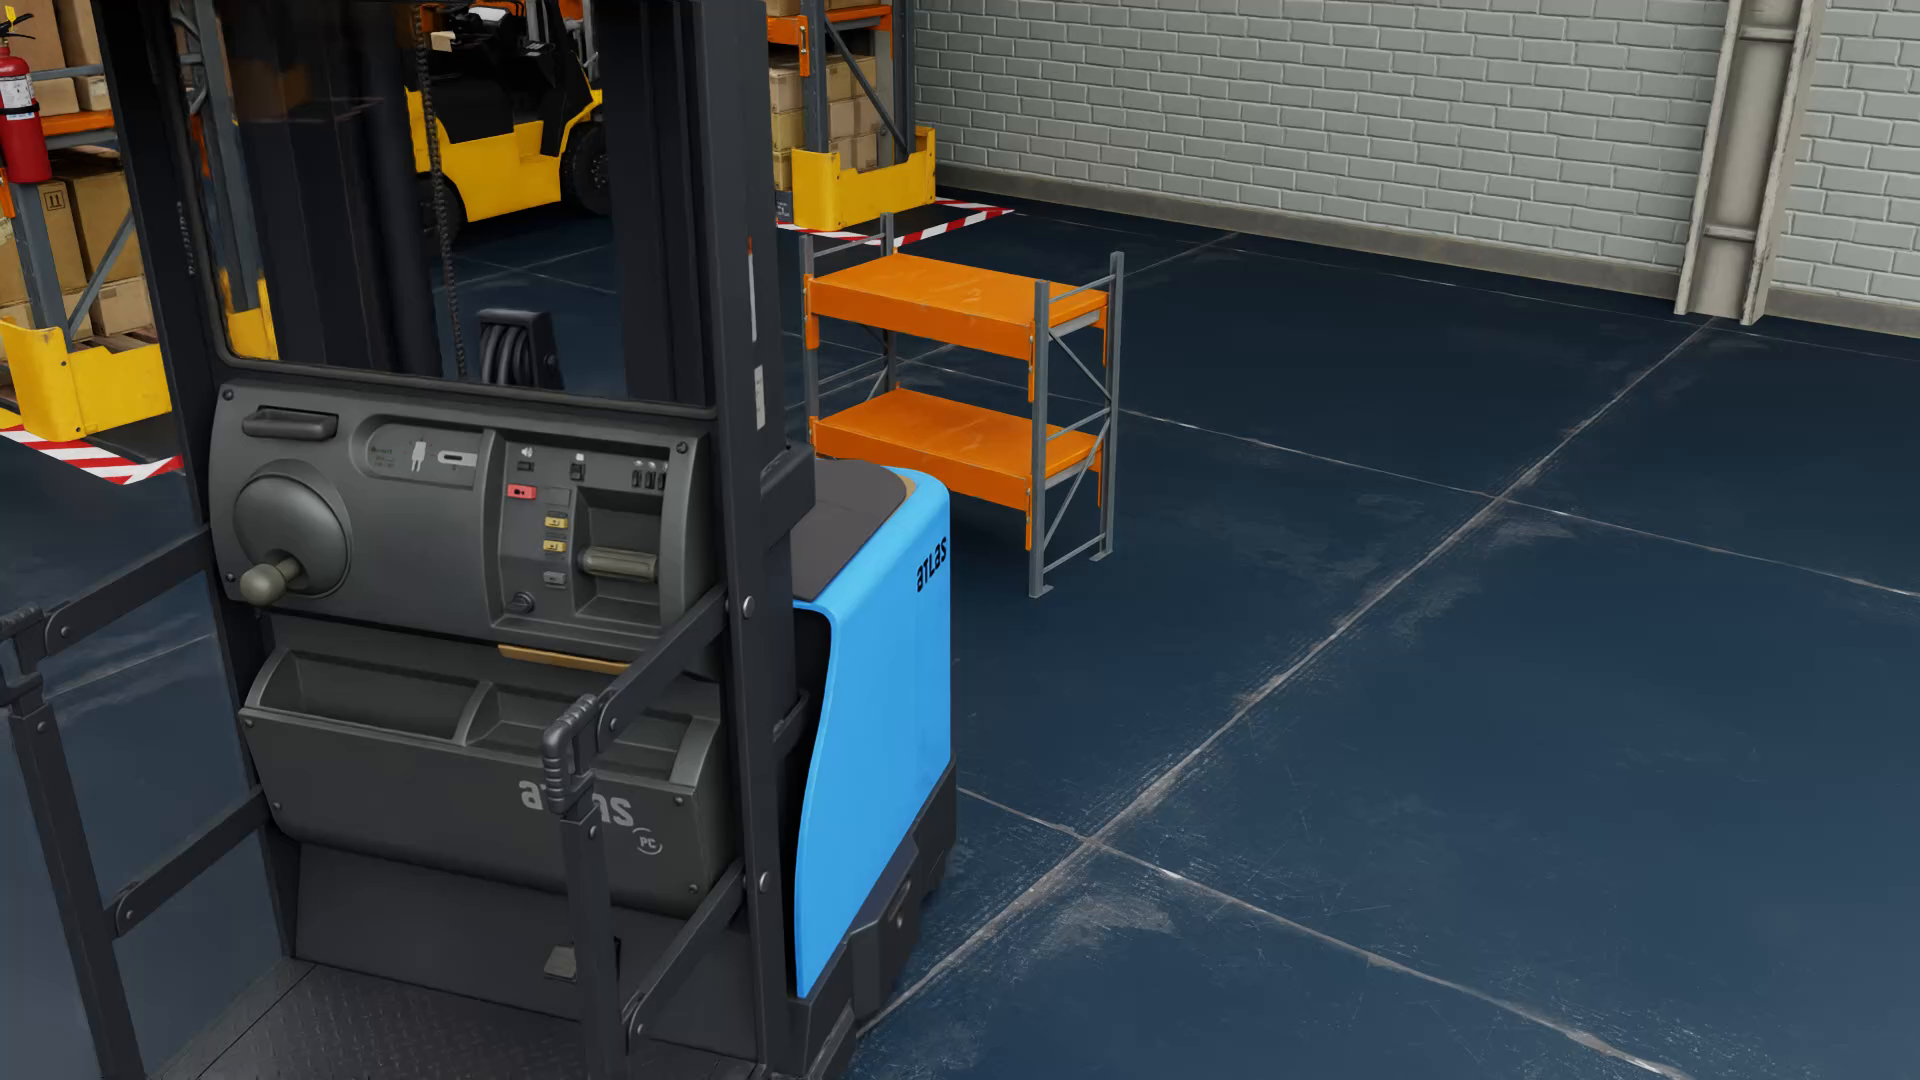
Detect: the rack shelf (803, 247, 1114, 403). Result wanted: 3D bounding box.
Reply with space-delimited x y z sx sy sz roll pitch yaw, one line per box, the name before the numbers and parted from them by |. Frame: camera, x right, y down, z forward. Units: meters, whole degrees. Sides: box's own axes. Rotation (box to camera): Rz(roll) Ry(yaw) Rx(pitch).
rack shelf | -0.005 -0.784 5.909 1.000 0.278 0.538 17 29 33

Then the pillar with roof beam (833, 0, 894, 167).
pillar with roof beam | -3.251 -5.415 7.380 0.400 9.000 9.100 17 29 33

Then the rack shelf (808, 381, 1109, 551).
rack shelf | -0.005 -0.293 6.125 1.000 0.278 0.538 17 29 33

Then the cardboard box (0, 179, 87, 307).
cardboard box | -4.424 -1.384 7.631 0.500 0.500 0.500 17 29 34

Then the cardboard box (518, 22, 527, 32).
cardboard box | -3.343 -3.902 13.035 0.500 0.250 0.500 17 29 34

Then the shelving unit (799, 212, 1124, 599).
shelving unit | -0.005 -0.516 6.027 1.048 1.125 0.538 17 29 33

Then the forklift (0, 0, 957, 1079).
forklift | -0.939 -0.014 2.648 1.130 2.935 3.031 7 25 16

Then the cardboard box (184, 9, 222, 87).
cardboard box | -6.563 -4.485 15.133 0.625 0.625 0.875 18 29 35

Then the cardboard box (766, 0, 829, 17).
cardboard box | -1.204 -3.680 10.758 0.500 0.500 0.500 16 28 32

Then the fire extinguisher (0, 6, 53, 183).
fire extinguisher | -3.811 -1.786 6.679 0.183 0.674 0.296 17 29 33

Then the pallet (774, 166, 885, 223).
pallet | -1.289 -2.495 11.652 1.213 0.211 1.003 17 29 33

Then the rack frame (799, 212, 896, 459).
rack frame | -0.412 -0.639 6.306 0.032 1.125 0.500 17 29 33

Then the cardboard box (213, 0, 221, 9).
cardboard box | -7.284 -5.106 15.894 0.250 0.149 0.380 19 30 36

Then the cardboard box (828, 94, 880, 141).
cardboard box | -0.904 -2.943 11.479 0.500 0.250 0.500 17 29 34

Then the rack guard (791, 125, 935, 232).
rack guard | -0.633 -2.450 11.191 0.348 0.500 1.175 17 29 33

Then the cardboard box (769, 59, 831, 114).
cardboard box | -1.208 -3.002 10.993 0.500 0.250 0.500 18 29 35

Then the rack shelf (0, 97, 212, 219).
rack shelf | -5.227 -2.152 8.306 4.000 0.370 1.077 17 29 33

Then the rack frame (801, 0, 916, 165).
rack frame | -0.652 -3.600 10.700 0.127 3.000 1.000 17 29 33

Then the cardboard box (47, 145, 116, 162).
cardboard box | -4.546 -1.690 8.324 0.500 0.500 0.500 16 28 31

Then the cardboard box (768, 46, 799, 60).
cardboard box | -1.325 -3.288 11.642 0.500 0.250 0.500 17 29 33

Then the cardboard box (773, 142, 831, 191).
cardboard box | -1.218 -2.546 11.197 0.500 0.250 0.500 17 29 34

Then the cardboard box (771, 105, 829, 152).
cardboard box | -1.229 -2.779 11.107 0.500 0.250 0.500 16 29 33

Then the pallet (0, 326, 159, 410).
pallet | -4.316 -0.948 8.139 1.213 0.211 1.003 17 29 33

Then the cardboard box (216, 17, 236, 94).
cardboard box | -6.035 -4.329 14.780 0.625 0.625 0.875 18 29 35

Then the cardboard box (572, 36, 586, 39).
cardboard box | -2.846 -3.497 12.116 0.500 0.250 0.500 18 29 35

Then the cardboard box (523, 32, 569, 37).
cardboard box | -3.251 -3.614 12.380 0.500 0.250 0.500 17 29 33

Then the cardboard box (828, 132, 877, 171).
cardboard box | -0.928 -2.716 11.583 0.500 0.250 0.500 17 29 34

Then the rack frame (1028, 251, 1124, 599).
rack frame | 0.401 -0.393 5.748 0.032 1.125 0.500 17 29 33

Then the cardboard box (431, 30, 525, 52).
cardboard box | -3.654 -3.740 12.668 0.500 0.250 0.500 16 29 33

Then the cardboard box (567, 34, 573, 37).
cardboard box | -2.929 -3.784 12.768 0.500 0.250 0.500 16 29 33

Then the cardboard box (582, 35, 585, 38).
cardboard box | -2.532 -3.658 12.481 0.500 0.250 0.500 17 29 34

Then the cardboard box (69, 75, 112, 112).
cardboard box | -3.774 -2.032 7.452 0.250 0.149 0.380 17 29 33

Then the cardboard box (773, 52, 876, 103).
cardboard box | -0.923 -3.169 11.371 0.500 0.250 0.500 16 29 33

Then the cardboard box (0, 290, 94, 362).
cardboard box | -4.454 -1.046 7.793 0.500 0.250 0.500 17 29 33

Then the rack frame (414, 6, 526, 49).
rack frame | -3.853 -4.567 12.896 0.127 3.000 1.000 17 29 33

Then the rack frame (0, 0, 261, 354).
rack frame | -3.626 -1.998 7.063 0.127 3.000 1.000 17 29 33

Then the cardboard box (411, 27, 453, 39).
cardboard box | -4.277 -3.795 13.568 0.625 0.625 0.875 18 30 36

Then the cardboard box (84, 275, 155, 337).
cardboard box | -4.106 -1.216 8.178 0.500 0.250 0.500 17 29 33

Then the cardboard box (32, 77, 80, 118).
cardboard box | -4.054 -1.904 7.163 0.250 0.149 0.380 18 29 35

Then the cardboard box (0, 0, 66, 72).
cardboard box | -4.226 -2.222 7.079 0.500 0.500 0.500 16 29 32

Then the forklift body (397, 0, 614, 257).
forklift body | -3.264 -3.081 10.576 1.214 2.155 2.313 17 29 33

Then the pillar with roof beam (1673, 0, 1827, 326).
pillar with roof beam | 1.550 -3.965 4.087 0.400 9.000 9.100 17 29 33

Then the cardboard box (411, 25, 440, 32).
cardboard box | -4.894 -3.985 13.999 0.625 0.625 0.875 16 29 33

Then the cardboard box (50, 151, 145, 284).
cardboard box | -4.125 -1.564 8.040 0.500 0.500 0.500 16 28 32

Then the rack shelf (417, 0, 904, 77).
rack shelf | -2.253 -3.754 11.943 4.000 0.370 1.077 17 29 33

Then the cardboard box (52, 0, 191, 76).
cardboard box | -3.839 -2.383 7.446 0.500 0.500 0.500 16 29 33

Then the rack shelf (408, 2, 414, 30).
rack shelf | -5.453 -4.722 14.138 4.000 0.370 1.077 17 29 33

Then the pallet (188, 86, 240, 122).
pallet | -6.418 -4.047 15.173 1.213 0.211 1.003 17 29 33

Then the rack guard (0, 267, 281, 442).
rack guard | -3.687 -0.872 7.609 0.348 0.500 1.175 17 29 33

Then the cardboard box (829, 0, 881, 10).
cardboard box | -0.882 -3.855 11.155 0.500 0.500 0.500 18 29 35
